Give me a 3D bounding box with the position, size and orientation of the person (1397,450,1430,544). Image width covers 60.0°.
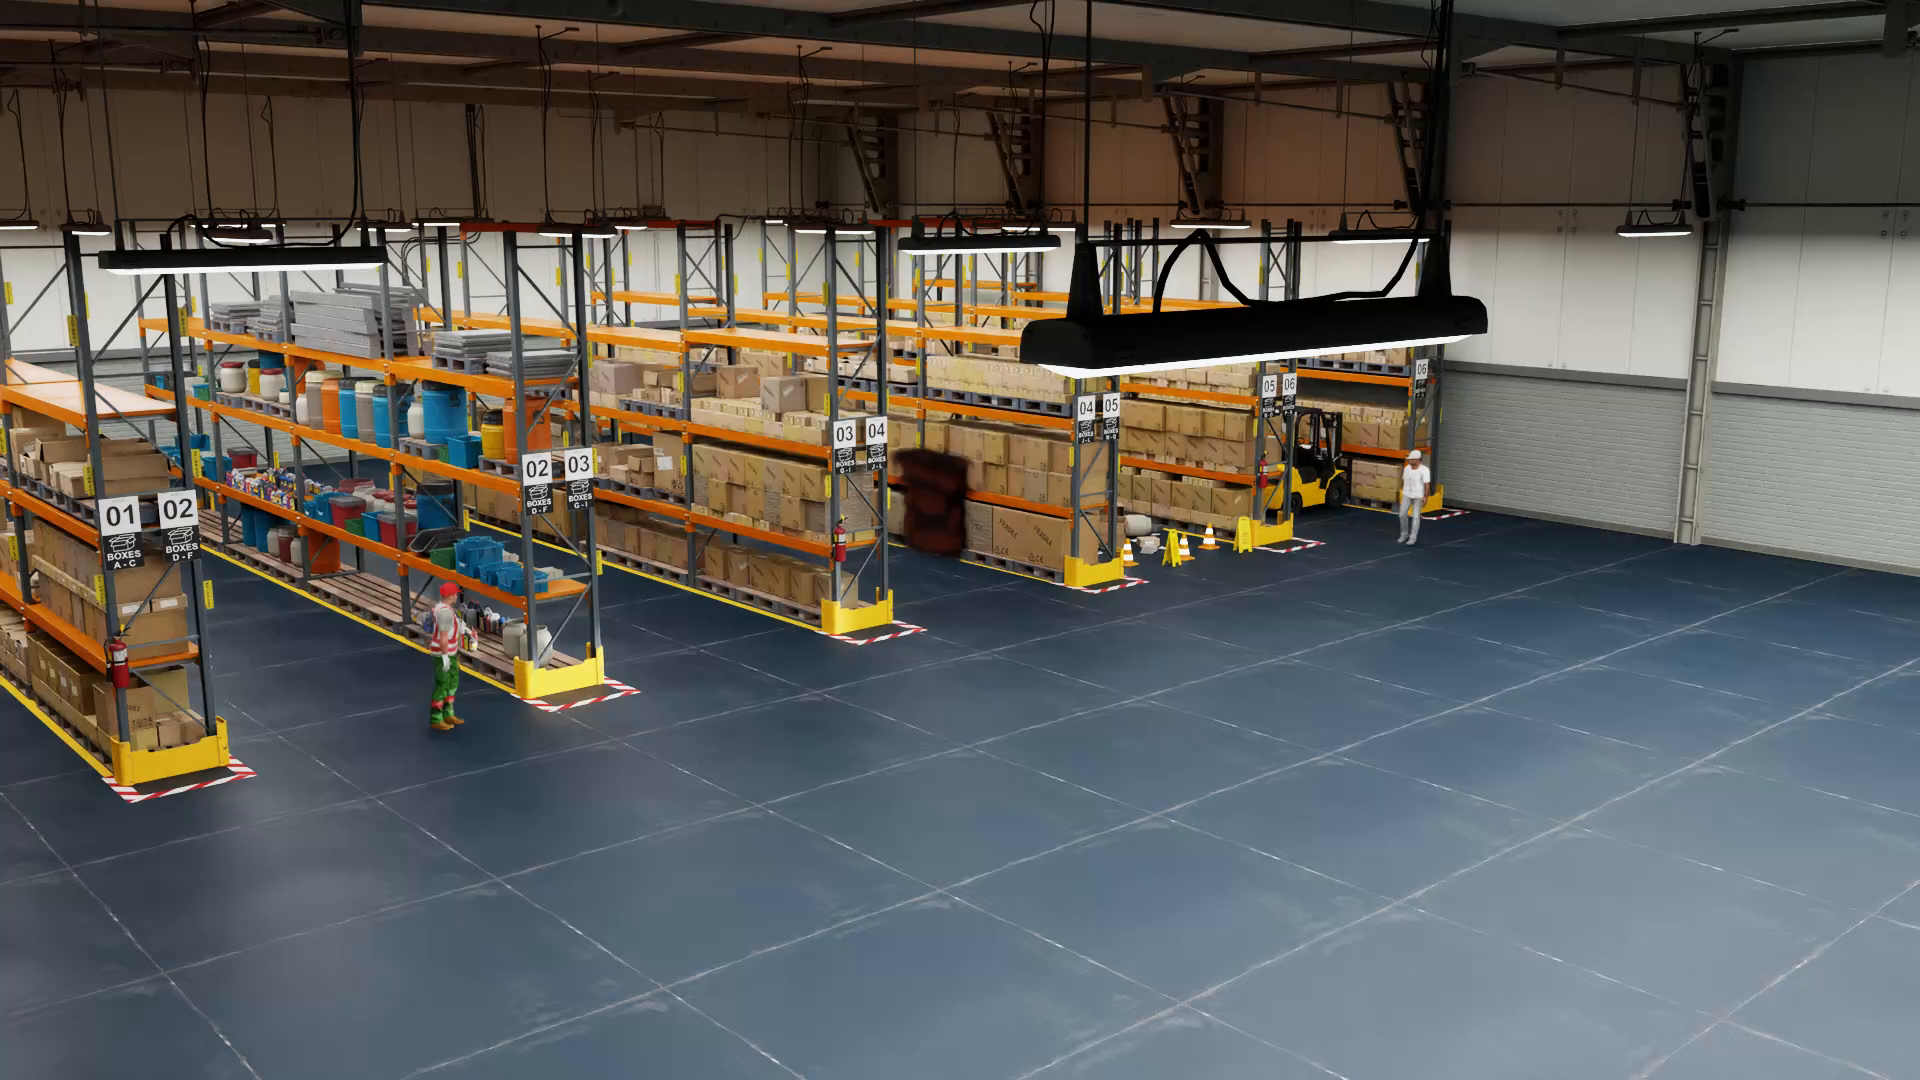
[{"bbox_3d":[8.577,-0.794,31.437,0.579,1.805,0.498,6,13,29],"label":"person"}]

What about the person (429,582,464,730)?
[{"bbox_3d":[-6.304,1.405,20.391,0.444,1.786,0.649,-2,12,-8],"label":"person"}]
